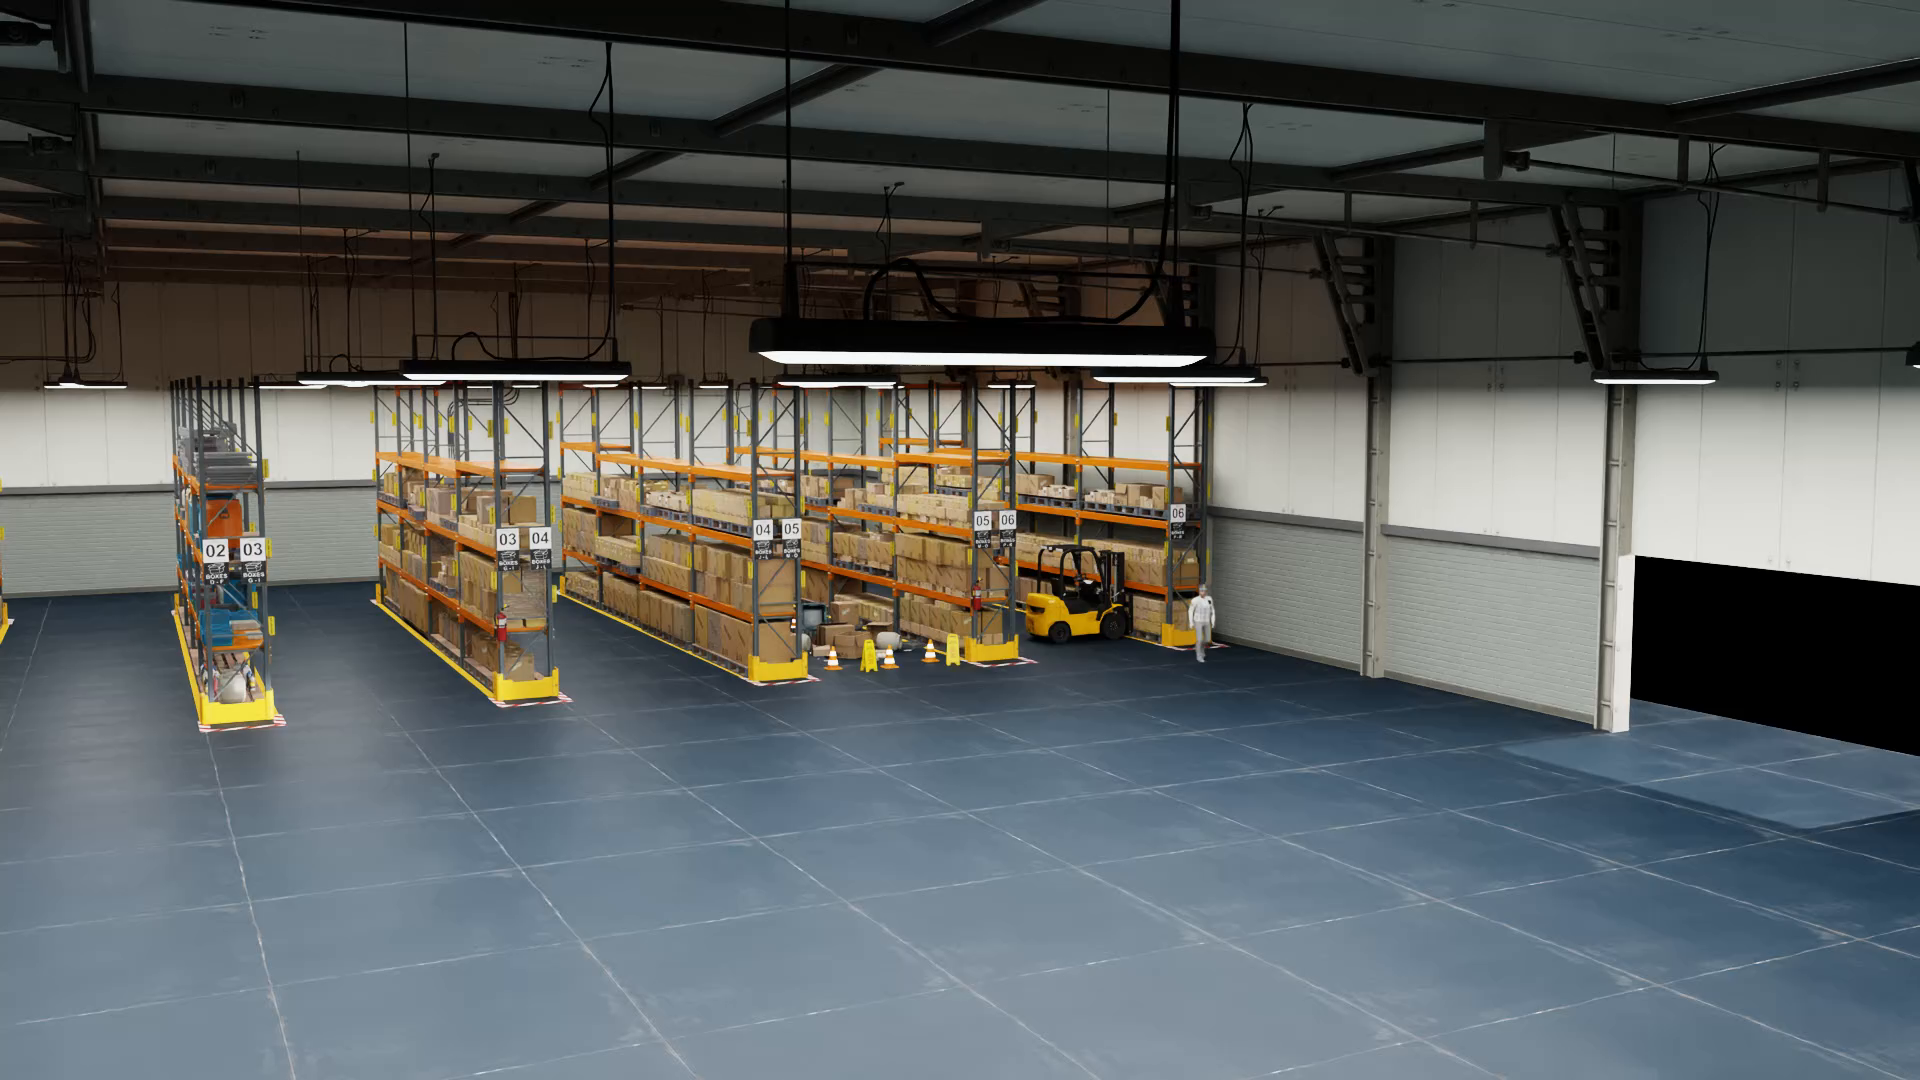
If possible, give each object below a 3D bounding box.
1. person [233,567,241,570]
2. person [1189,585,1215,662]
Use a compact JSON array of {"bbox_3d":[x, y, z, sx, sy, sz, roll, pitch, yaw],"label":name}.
[{"bbox_3d":[-19.606,0.811,45.334,0.674,1.738,1.087,-4,7,-41],"label":"person"},{"bbox_3d":[5.144,1.749,35.508,0.560,1.661,0.576,-1,5,-12],"label":"person"}]
